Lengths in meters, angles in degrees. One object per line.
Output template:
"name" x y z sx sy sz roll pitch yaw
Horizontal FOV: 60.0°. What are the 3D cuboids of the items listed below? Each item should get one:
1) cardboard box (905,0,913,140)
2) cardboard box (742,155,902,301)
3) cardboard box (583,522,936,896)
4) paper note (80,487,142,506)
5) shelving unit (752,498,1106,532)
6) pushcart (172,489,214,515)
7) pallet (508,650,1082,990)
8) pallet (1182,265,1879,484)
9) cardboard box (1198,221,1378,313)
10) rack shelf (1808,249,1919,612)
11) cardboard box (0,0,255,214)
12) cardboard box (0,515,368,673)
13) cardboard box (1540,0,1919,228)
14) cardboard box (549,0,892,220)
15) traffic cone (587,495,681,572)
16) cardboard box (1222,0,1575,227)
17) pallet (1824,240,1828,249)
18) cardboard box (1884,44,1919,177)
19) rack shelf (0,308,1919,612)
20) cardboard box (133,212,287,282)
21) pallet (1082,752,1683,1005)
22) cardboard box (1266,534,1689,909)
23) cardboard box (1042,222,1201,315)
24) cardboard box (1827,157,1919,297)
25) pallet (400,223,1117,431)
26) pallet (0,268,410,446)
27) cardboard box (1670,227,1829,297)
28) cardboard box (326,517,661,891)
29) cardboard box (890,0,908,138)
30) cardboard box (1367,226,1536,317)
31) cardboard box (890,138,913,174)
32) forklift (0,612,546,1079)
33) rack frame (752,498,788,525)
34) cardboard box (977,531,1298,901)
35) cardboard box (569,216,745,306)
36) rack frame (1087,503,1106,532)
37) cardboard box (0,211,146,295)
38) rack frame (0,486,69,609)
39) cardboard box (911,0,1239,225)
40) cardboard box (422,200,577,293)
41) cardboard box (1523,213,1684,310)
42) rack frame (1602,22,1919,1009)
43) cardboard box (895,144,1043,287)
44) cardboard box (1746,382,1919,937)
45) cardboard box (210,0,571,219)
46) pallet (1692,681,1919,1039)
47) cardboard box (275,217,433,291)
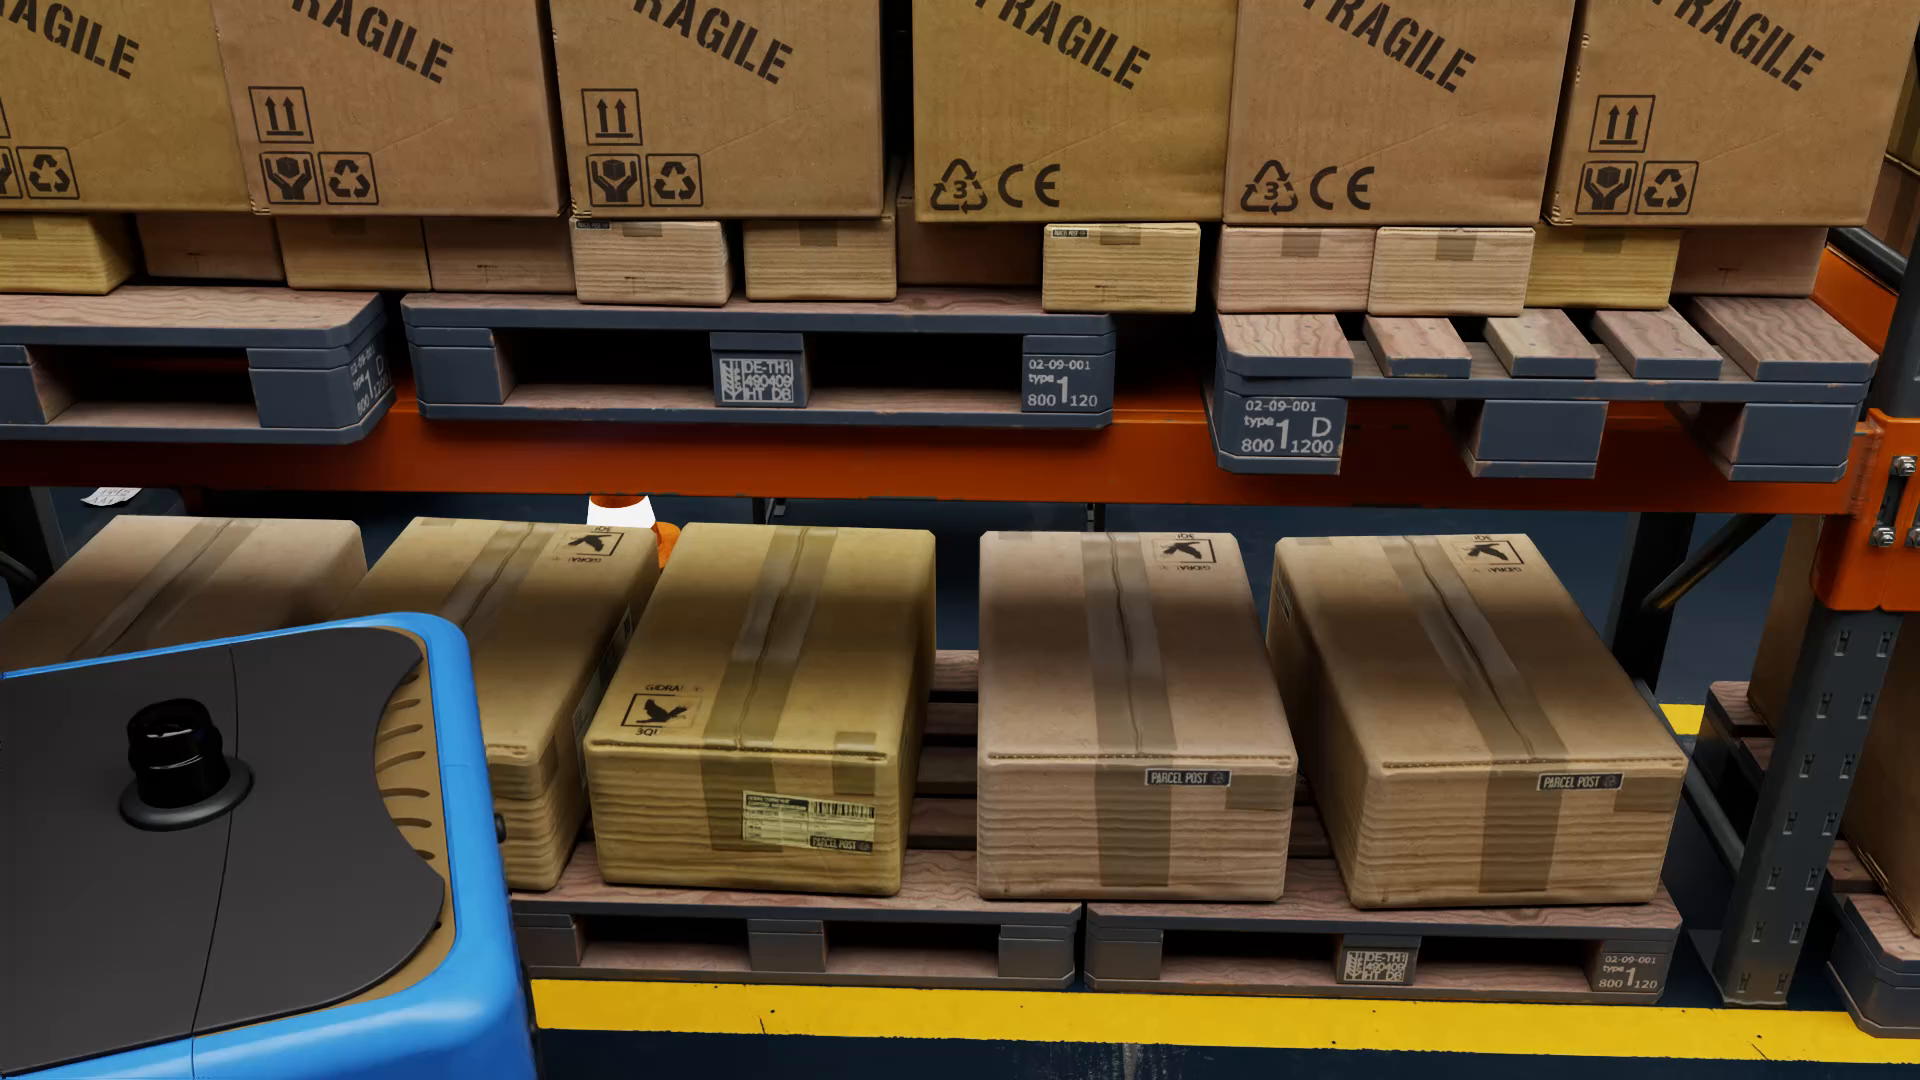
"cardboard box" 0.162 -1.081 3.215 0.500 0.500 0.500 1 28 3
"cardboard box" -0.231 -0.552 2.908 0.250 0.149 0.380 0 28 0
"cardboard box" -0.404 0.344 3.755 0.625 0.372 0.950 2 28 3
"paper note" -2.811 -0.155 5.510 0.142 0.019 0.148 1 28 2
"shelving unit" -0.085 -0.664 4.901 1.048 1.500 0.538 1 28 2
"pushcart" -2.311 -0.569 5.921 0.936 0.377 1.648 -9 29 -16
"pallet" -0.341 0.603 3.886 1.213 0.211 1.003 1 28 2
"pallet" 0.940 -0.471 3.140 1.003 0.211 1.213 1 28 2
"cardboard box" 0.545 -0.525 2.858 0.250 0.149 0.380 0 28 -1
"rack shelf" 3.655 -0.243 3.273 4.000 0.370 1.077 1 28 2
"cardboard box" -1.382 -0.871 2.817 0.500 0.500 0.500 1 28 2
"cardboard box" -1.817 0.323 3.795 0.625 0.372 0.950 1 28 2
"cardboard box" 1.192 -0.832 2.744 0.500 0.500 0.500 0 28 0
"cardboard box" -0.375 -0.853 2.783 0.500 0.500 0.500 0 28 0
"traffic cone" -1.053 -0.174 5.083 0.334 0.463 0.336 1 28 2
"cardboard box" 0.675 -0.836 2.751 0.500 0.500 0.500 1 28 1
"pallet" 3.727 -1.645 8.128 1.213 0.211 1.003 1 28 2
"cardboard box" 2.149 -0.859 3.294 0.500 0.250 0.500 1 28 2
"rack shelf" -0.343 -0.309 3.398 4.000 0.370 1.077 1 28 2
"cardboard box" -1.265 -0.600 2.999 0.250 0.149 0.380 3 28 5
"pallet" 0.875 0.625 3.846 1.213 0.211 1.003 1 28 2
"cardboard box" 1.092 0.368 3.711 0.625 0.372 0.950 -1 28 -2
"cardboard box" 0.269 -0.523 2.854 0.250 0.149 0.380 1 28 3
"cardboard box" 2.171 -0.640 3.416 0.500 0.250 0.500 0 28 0
"pallet" -0.324 -0.522 3.238 1.213 0.211 1.003 1 28 2
"pallet" -1.583 -0.494 3.184 1.213 0.211 1.003 1 28 2
"cardboard box" 1.320 -0.563 2.930 0.250 0.149 0.380 2 28 4
"cardboard box" -1.099 0.334 3.775 0.625 0.372 0.950 3 28 5
"cardboard box" -0.337 -1.093 3.237 0.500 0.500 0.500 0 28 0
"cardboard box" 0.796 -0.517 2.843 0.250 0.149 0.380 1 28 1
"cardboard box" -0.017 -0.775 3.329 0.250 0.149 0.380 2 28 4
"forklift" -2.102 0.190 1.763 3.031 2.935 1.130 -9 29 -16
"rack frame" -0.593 -0.672 4.917 0.032 1.500 0.500 1 28 2
"cardboard box" 0.354 0.359 3.727 0.625 0.372 0.950 0 28 1
"cardboard box" -0.499 -0.543 2.891 0.250 0.149 0.380 2 28 4
"rack frame" 0.423 -0.656 4.886 0.032 1.500 0.500 1 28 2
"cardboard box" -1.551 -0.569 2.940 0.250 0.149 0.380 2 28 3
"rack frame" -2.342 -0.660 3.292 0.127 3.000 1.000 1 28 2
"cardboard box" 0.170 -0.843 2.765 0.500 0.500 0.500 -1 28 -2
"cardboard box" -0.763 -0.571 2.945 0.250 0.149 0.380 1 28 2
"cardboard box" 1.050 -0.534 2.875 0.250 0.149 0.380 1 28 3
"rack frame" 1.656 -0.594 3.167 0.127 3.000 1.000 1 28 2
"cardboard box" 0.023 -0.586 2.973 0.250 0.149 0.380 1 28 2
"cardboard box" 2.343 0.210 3.471 0.875 0.875 0.875 1 28 1
"cardboard box" -0.889 -0.856 2.790 0.500 0.500 0.500 1 28 1
"pallet" 2.441 0.687 3.729 1.213 0.211 1.003 1 28 2
"cardboard box" -1.010 -0.576 2.954 0.250 0.149 0.380 1 28 3
